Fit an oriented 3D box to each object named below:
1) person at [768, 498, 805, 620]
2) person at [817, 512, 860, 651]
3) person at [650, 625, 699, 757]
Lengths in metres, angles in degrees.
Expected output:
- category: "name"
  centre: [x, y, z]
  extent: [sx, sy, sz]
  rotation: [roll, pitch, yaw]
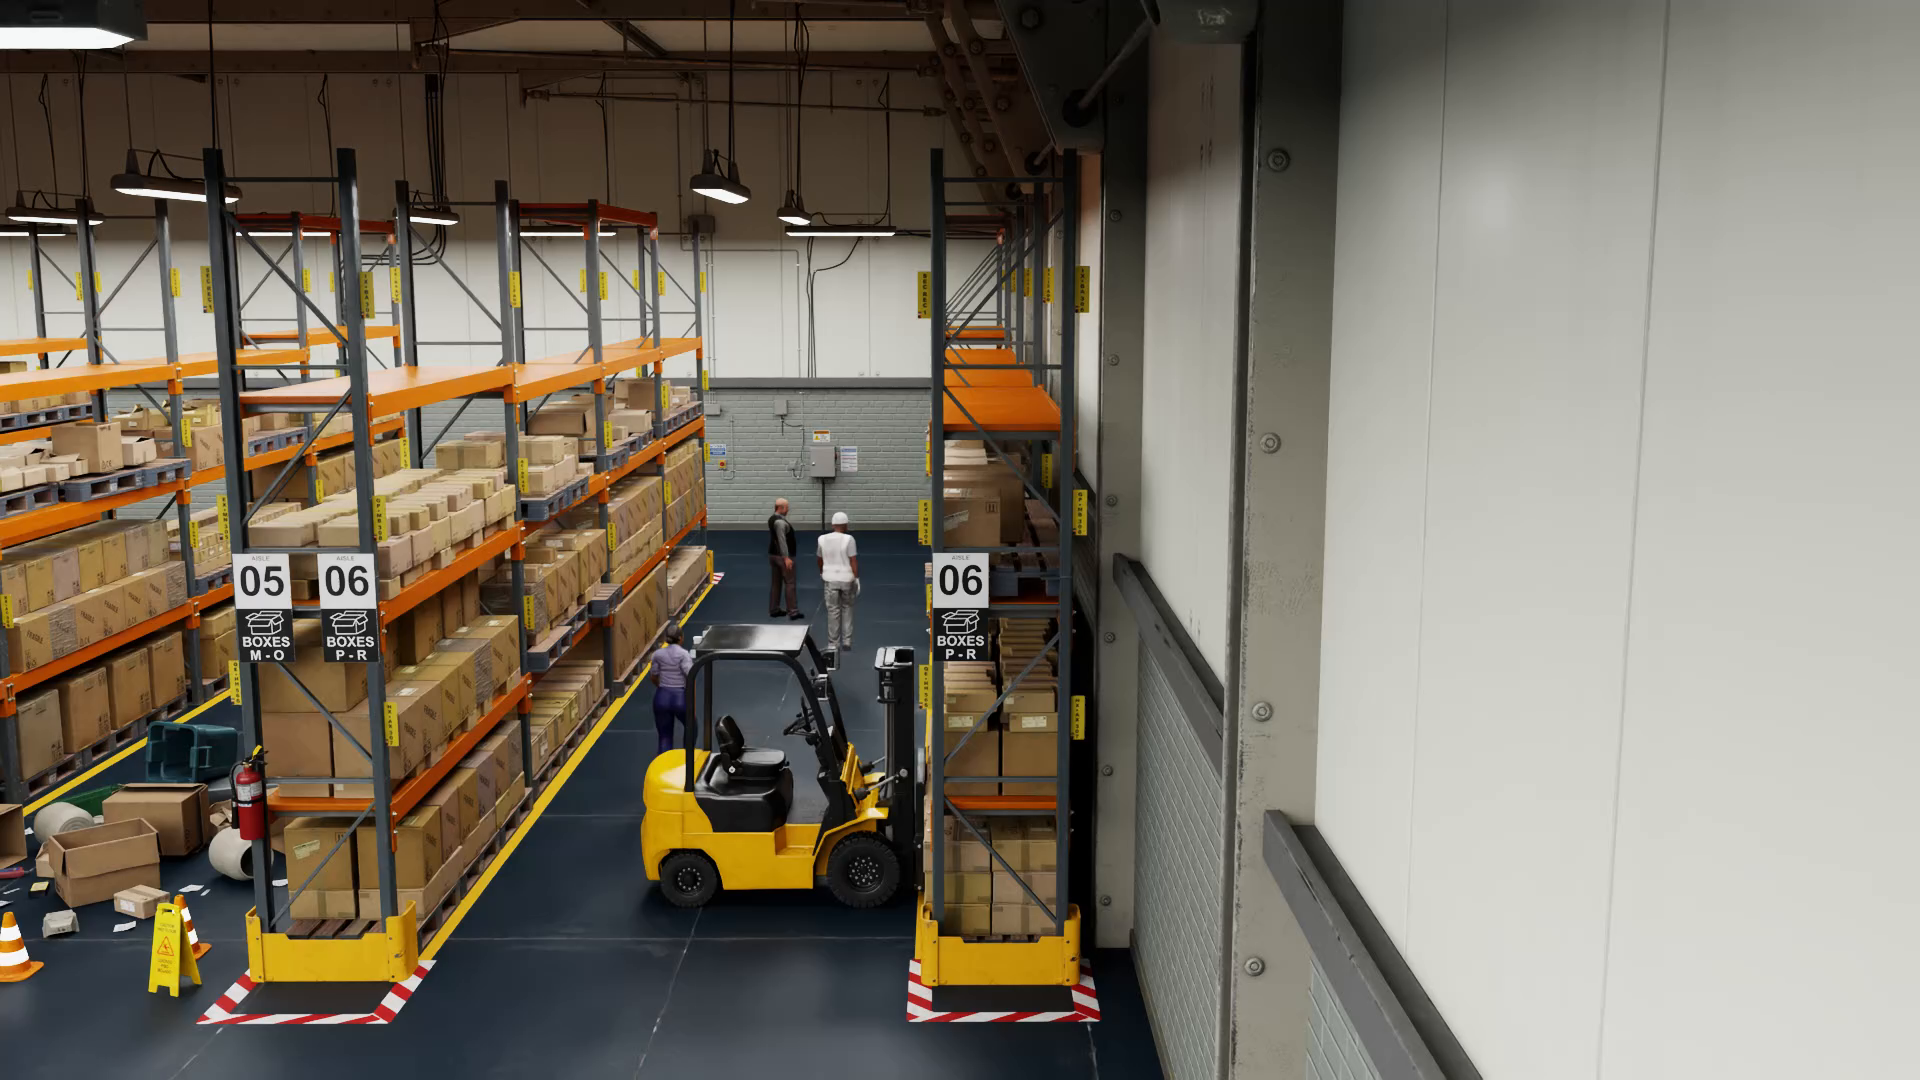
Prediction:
- category: "person"
  centre: [-2.487, 0.259, 23.539]
  extent: [0.457, 1.716, 0.581]
  rotation: [-7, 11, -36]
- category: "person"
  centre: [-1.588, 0.572, 21.617]
  extent: [0.516, 1.877, 0.680]
  rotation: [-2, 9, -11]
- category: "person"
  centre: [-2.917, 1.704, 16.986]
  extent: [0.526, 1.679, 0.765]
  rotation: [1, 9, 4]
